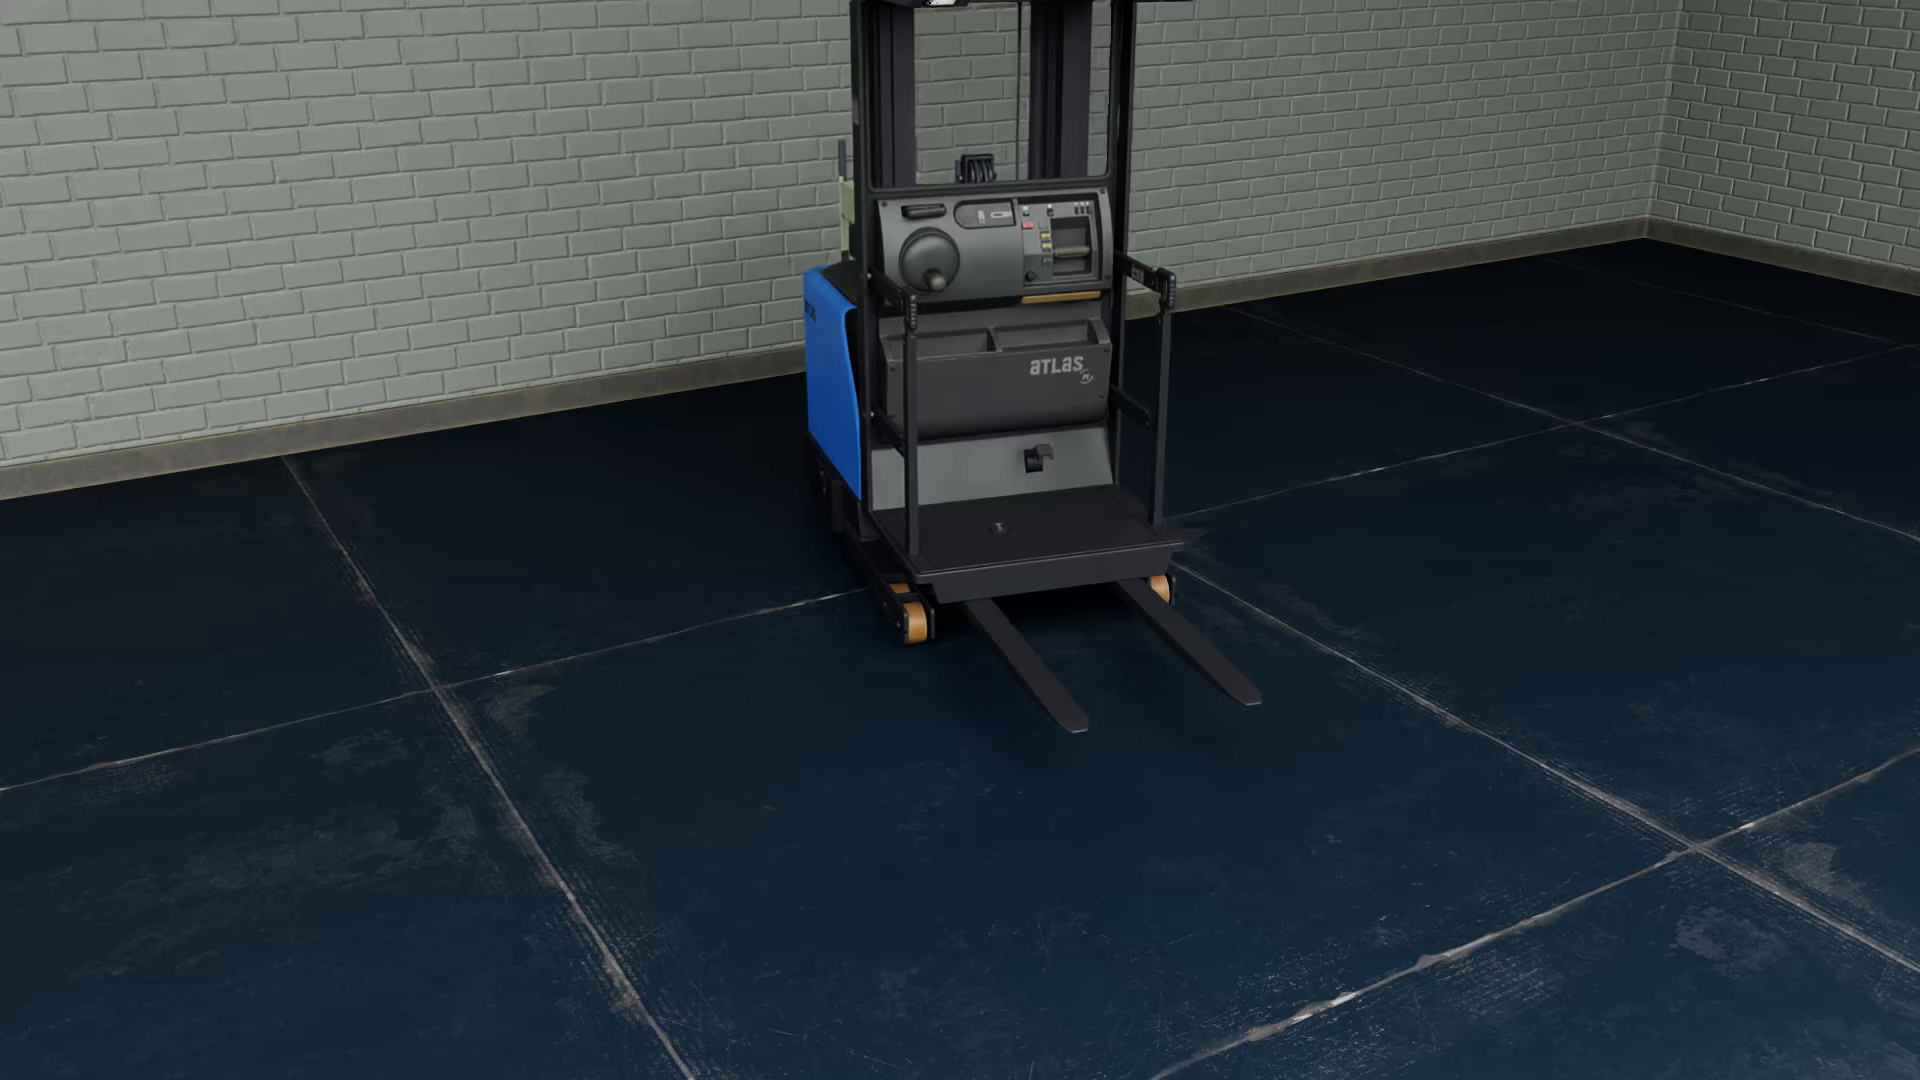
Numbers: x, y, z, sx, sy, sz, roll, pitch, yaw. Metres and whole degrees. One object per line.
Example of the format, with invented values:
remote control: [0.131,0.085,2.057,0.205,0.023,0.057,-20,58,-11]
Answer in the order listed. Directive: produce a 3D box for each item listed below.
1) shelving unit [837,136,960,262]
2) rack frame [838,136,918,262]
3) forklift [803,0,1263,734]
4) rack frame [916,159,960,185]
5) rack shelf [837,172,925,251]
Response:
shelving unit: [-0.294,-1.159,8.172,0.431,1.500,0.755,-7,23,-16]
rack frame: [-0.405,-1.291,8.495,0.400,1.500,0.023,-7,23,-16]
forklift: [0.210,-1.127,6.192,1.130,2.935,3.031,-7,23,-16]
rack frame: [-0.183,-1.028,7.849,0.400,1.500,0.023,-7,23,-16]
rack shelf: [-0.294,-1.521,8.025,0.431,0.370,0.720,-7,23,-16]
